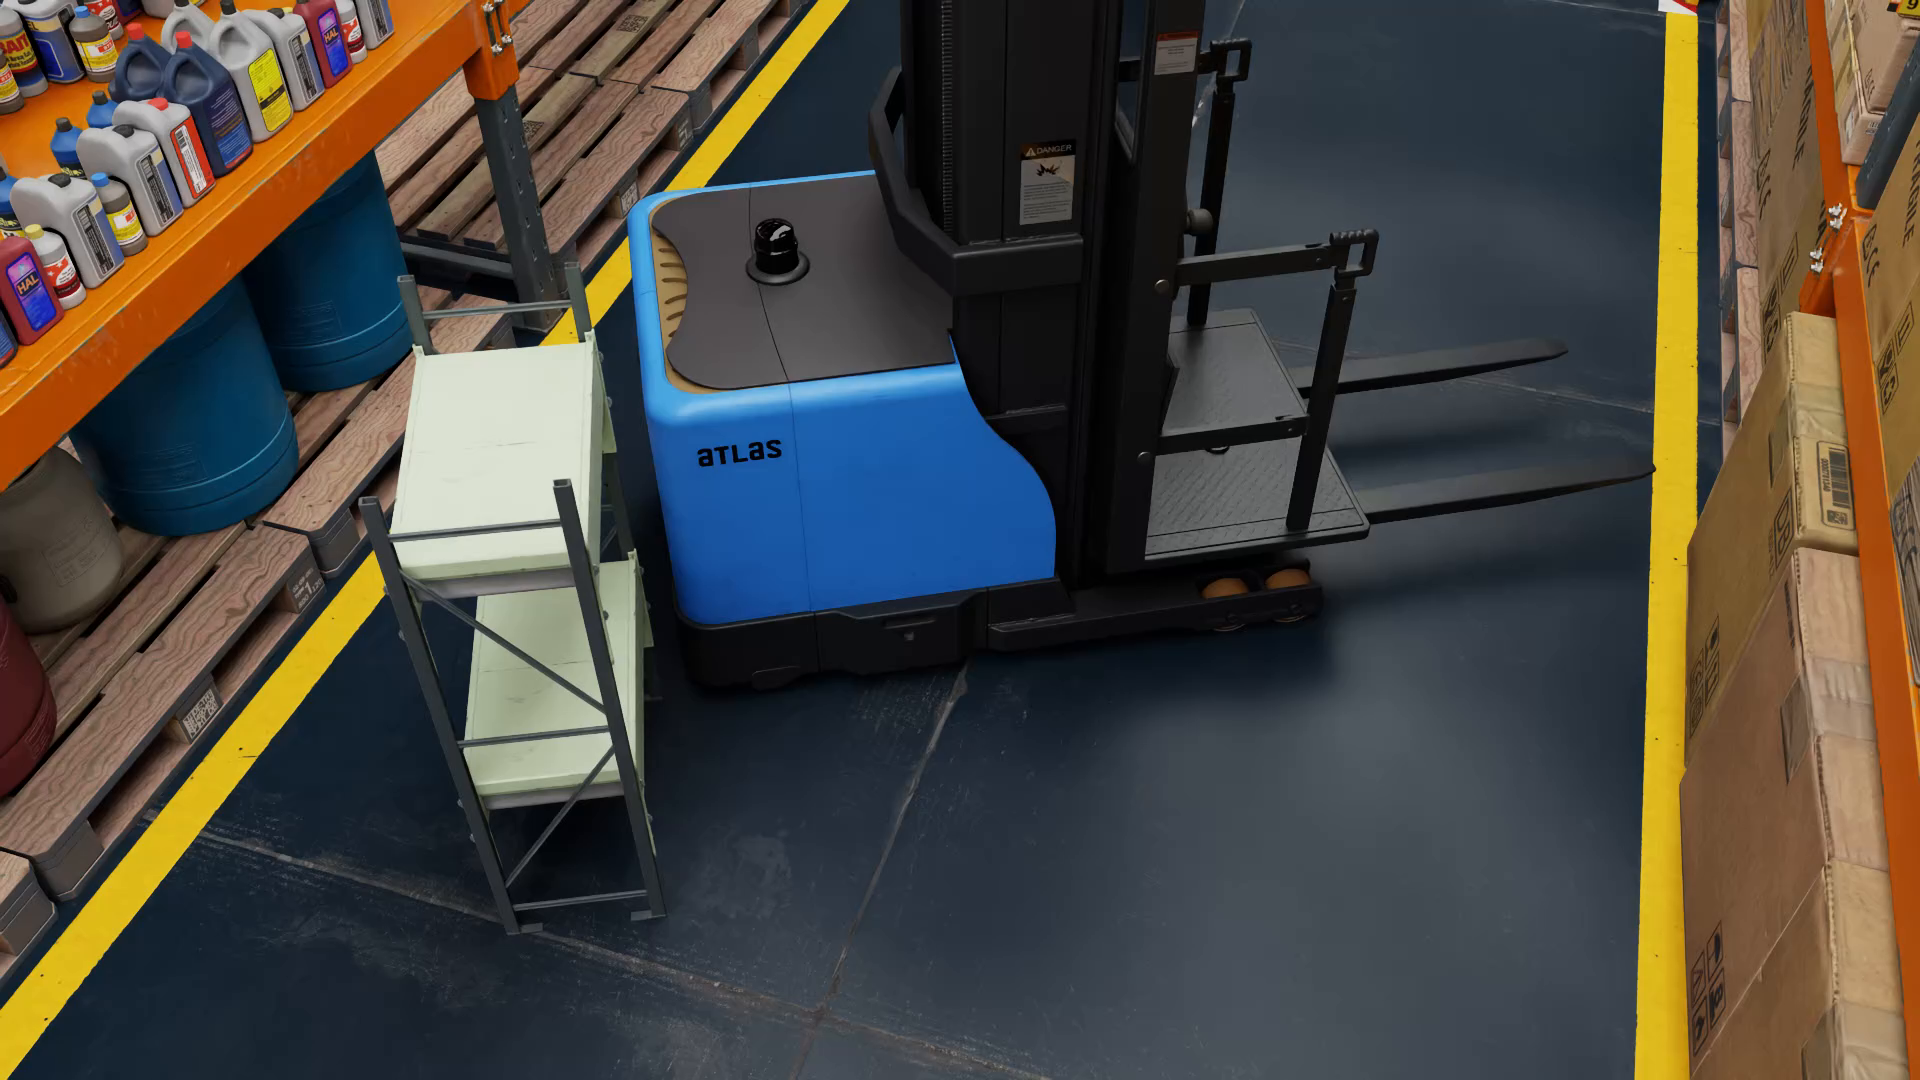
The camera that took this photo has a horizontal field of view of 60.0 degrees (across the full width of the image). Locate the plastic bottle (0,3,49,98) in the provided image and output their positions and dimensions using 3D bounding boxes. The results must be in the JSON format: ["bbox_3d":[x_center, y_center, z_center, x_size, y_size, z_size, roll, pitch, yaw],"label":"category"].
[{"bbox_3d":[-2.622,-1.368,4.595,0.097,0.271,0.097,0,44,0],"label":"plastic bottle"}]

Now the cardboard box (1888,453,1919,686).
[{"bbox_3d":[2.093,-0.021,3.055,0.500,0.500,0.500,12,46,12],"label":"cardboard box"}]

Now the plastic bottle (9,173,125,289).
[{"bbox_3d":[-2.132,-0.757,3.968,0.152,0.276,0.135,13,46,13],"label":"plastic bottle"}]

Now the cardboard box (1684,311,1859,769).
[{"bbox_3d":[2.599,0.132,4.189,1.225,0.875,0.875,13,46,13],"label":"cardboard box"}]

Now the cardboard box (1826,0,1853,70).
[{"bbox_3d":[2.710,-1.433,4.750,0.380,0.149,0.250,12,46,12],"label":"cardboard box"}]

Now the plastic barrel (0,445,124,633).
[{"bbox_3d":[-2.598,-0.029,4.614,0.421,0.512,0.421,0,44,0],"label":"plastic barrel"}]

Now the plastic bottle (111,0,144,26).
[{"bbox_3d":[-2.504,-1.672,4.898,0.061,0.283,0.133,13,46,13],"label":"plastic bottle"}]

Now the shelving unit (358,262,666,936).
[{"bbox_3d":[-1.003,0.189,3.984,0.431,1.500,0.755,-6,45,-6],"label":"shelving unit"}]

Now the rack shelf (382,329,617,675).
[{"bbox_3d":[-1.003,-0.090,3.711,0.431,0.370,0.720,-6,45,-6],"label":"rack shelf"}]

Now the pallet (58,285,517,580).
[{"bbox_3d":[-2.220,-0.455,5.564,1.003,0.211,1.213,13,46,13],"label":"pallet"}]

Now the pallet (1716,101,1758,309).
[{"bbox_3d":[3.447,-1.217,6.343,1.003,0.211,1.213,13,46,12],"label":"pallet"}]

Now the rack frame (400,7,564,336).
[{"bbox_3d":[-1.946,-1.957,5.105,1.000,3.000,0.127,13,46,13],"label":"rack frame"}]

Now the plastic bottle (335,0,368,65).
[{"bbox_3d":[-1.767,-1.472,4.751,0.097,0.201,0.097,0,44,0],"label":"plastic bottle"}]

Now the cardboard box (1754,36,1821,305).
[{"bbox_3d":[3.323,-1.321,5.675,0.875,0.875,0.875,13,46,13],"label":"cardboard box"}]

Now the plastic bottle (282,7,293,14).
[{"bbox_3d":[-1.865,-1.396,4.674,0.097,0.201,0.097,0,44,0],"label":"plastic bottle"}]

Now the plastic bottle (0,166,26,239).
[{"bbox_3d":[-2.256,-0.770,3.984,0.097,0.271,0.097,0,44,0],"label":"plastic bottle"}]

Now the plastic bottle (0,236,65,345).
[{"bbox_3d":[-2.159,-0.596,3.798,0.061,0.283,0.133,13,46,13],"label":"plastic bottle"}]

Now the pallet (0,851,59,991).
[{"bbox_3d":[-2.959,1.172,3.902,1.003,0.211,1.213,13,46,13],"label":"pallet"}]

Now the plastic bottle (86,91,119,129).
[{"bbox_3d":[-2.145,-1.014,4.234,0.097,0.271,0.097,0,44,0],"label":"plastic bottle"}]

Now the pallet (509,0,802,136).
[{"bbox_3d":[-1.393,-2.274,7.423,1.003,0.211,1.213,13,46,13],"label":"pallet"}]

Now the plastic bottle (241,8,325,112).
[{"bbox_3d":[-1.868,-1.338,4.561,0.152,0.276,0.135,13,46,13],"label":"plastic bottle"}]

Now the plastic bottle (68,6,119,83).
[{"bbox_3d":[-2.436,-1.400,4.678,0.097,0.201,0.097,0,44,0],"label":"plastic bottle"}]

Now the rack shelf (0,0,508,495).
[{"bbox_3d":[-2.552,-0.367,3.994,1.077,0.370,4.000,13,46,13],"label":"rack shelf"}]

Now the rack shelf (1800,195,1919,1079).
[{"bbox_3d":[2.168,0.682,2.922,1.077,0.370,4.000,13,46,13],"label":"rack shelf"}]

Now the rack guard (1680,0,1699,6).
[{"bbox_3d":[3.993,-2.697,7.648,1.175,0.500,0.348,13,46,13],"label":"rack guard"}]

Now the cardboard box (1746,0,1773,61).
[{"bbox_3d":[3.868,-2.521,6.901,0.875,0.875,0.875,13,46,13],"label":"cardboard box"}]

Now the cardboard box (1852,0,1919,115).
[{"bbox_3d":[2.658,-1.310,4.339,0.500,0.250,0.500,12,46,12],"label":"cardboard box"}]

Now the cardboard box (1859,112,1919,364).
[{"bbox_3d":[2.397,-0.690,3.739,0.500,0.500,0.500,13,46,13],"label":"cardboard box"}]

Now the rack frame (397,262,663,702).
[{"bbox_3d":[-1.053,-0.064,4.243,0.400,1.500,0.023,-6,45,-6],"label":"rack frame"}]

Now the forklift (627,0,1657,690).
[{"bbox_3d":[0.612,-1.131,4.310,3.031,2.935,1.130,-8,45,-8],"label":"forklift"}]

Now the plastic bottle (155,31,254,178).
[{"bbox_3d":[-1.969,-1.134,4.299,0.144,0.351,0.185,13,46,13],"label":"plastic bottle"}]

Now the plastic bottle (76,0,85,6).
[{"bbox_3d":[-2.551,-1.522,4.753,0.097,0.271,0.097,0,44,0],"label":"plastic bottle"}]

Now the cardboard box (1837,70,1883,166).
[{"bbox_3d":[2.554,-1.091,4.399,0.380,0.149,0.250,13,46,13],"label":"cardboard box"}]

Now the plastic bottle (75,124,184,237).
[{"bbox_3d":[-2.062,-0.912,4.126,0.152,0.276,0.135,13,46,13],"label":"plastic bottle"}]

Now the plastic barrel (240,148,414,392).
[{"bbox_3d":[-2.127,-0.998,5.325,0.600,0.901,0.708,13,46,13],"label":"plastic barrel"}]

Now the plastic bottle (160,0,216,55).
[{"bbox_3d":[-2.050,-1.288,4.457,0.144,0.351,0.185,13,46,13],"label":"plastic bottle"}]

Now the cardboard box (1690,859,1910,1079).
[{"bbox_3d":[2.069,1.320,2.976,1.225,0.875,0.875,13,46,13],"label":"cardboard box"}]
